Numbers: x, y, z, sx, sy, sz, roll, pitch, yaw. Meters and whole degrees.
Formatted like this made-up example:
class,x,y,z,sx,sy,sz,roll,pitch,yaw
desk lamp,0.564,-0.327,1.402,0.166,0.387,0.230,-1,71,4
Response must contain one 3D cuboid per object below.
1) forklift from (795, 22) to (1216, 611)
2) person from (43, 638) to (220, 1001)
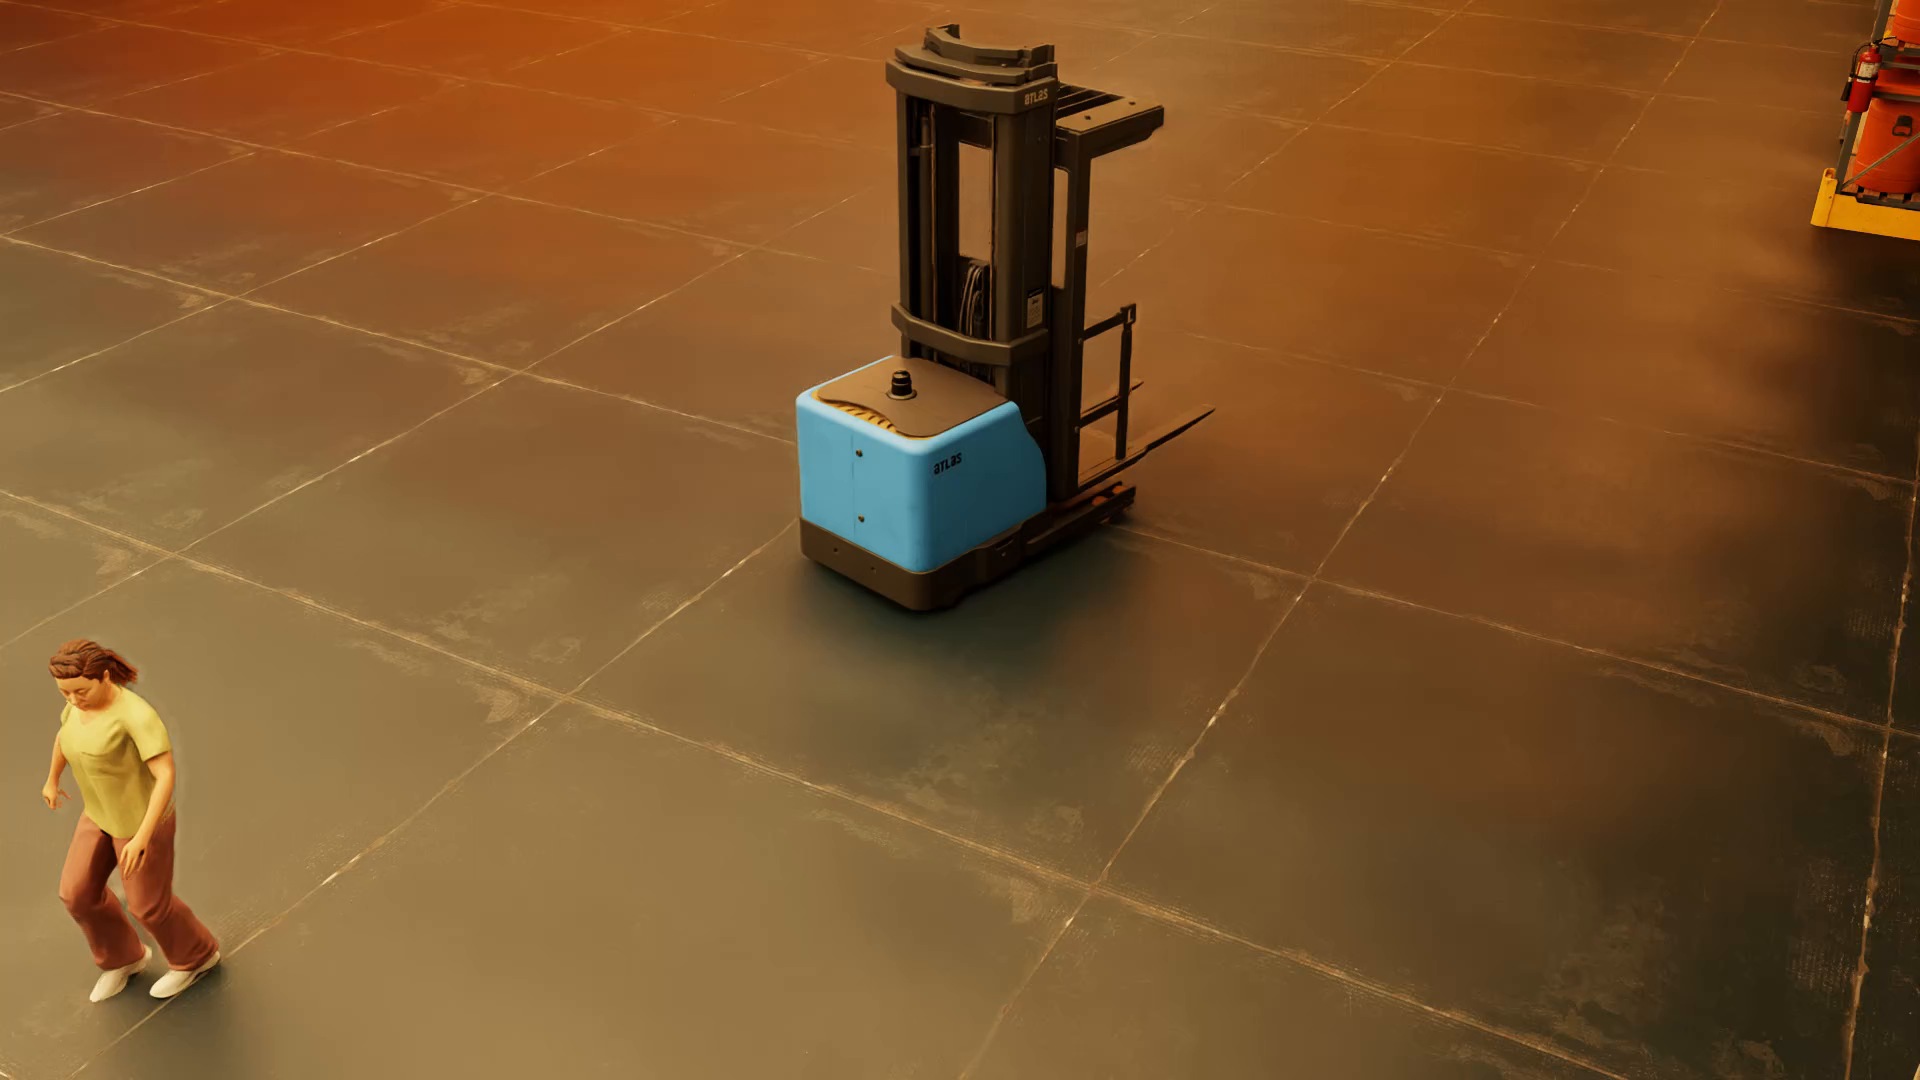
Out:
class,x,y,z,sx,sy,sz,roll,pitch,yaw
forklift,0.436,-1.527,9.716,1.130,2.935,3.031,25,38,36
person,-3.263,1.124,6.447,0.847,1.698,0.496,18,35,29
